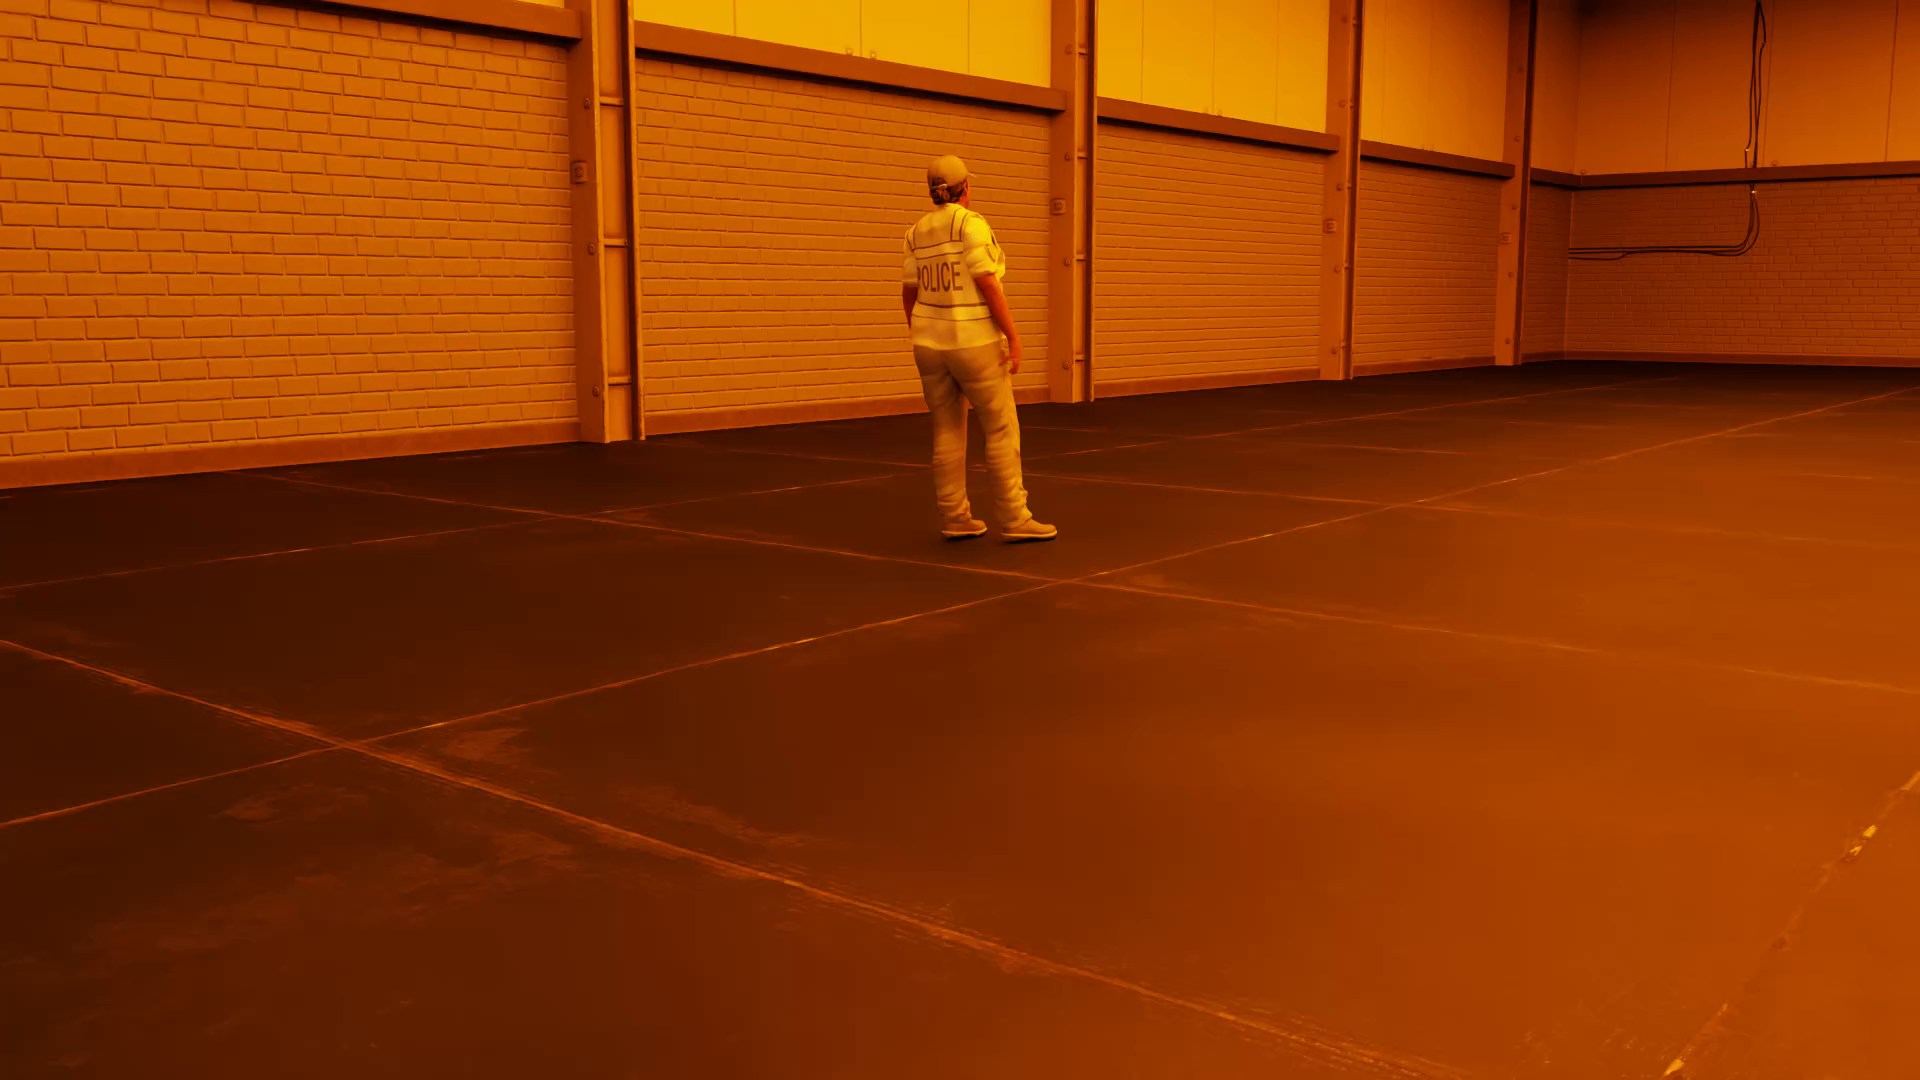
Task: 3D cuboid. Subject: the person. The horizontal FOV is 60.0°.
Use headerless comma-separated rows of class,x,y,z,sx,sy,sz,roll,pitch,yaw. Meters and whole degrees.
person,0.066,-0.838,7.328,0.598,1.670,0.529,7,11,38
